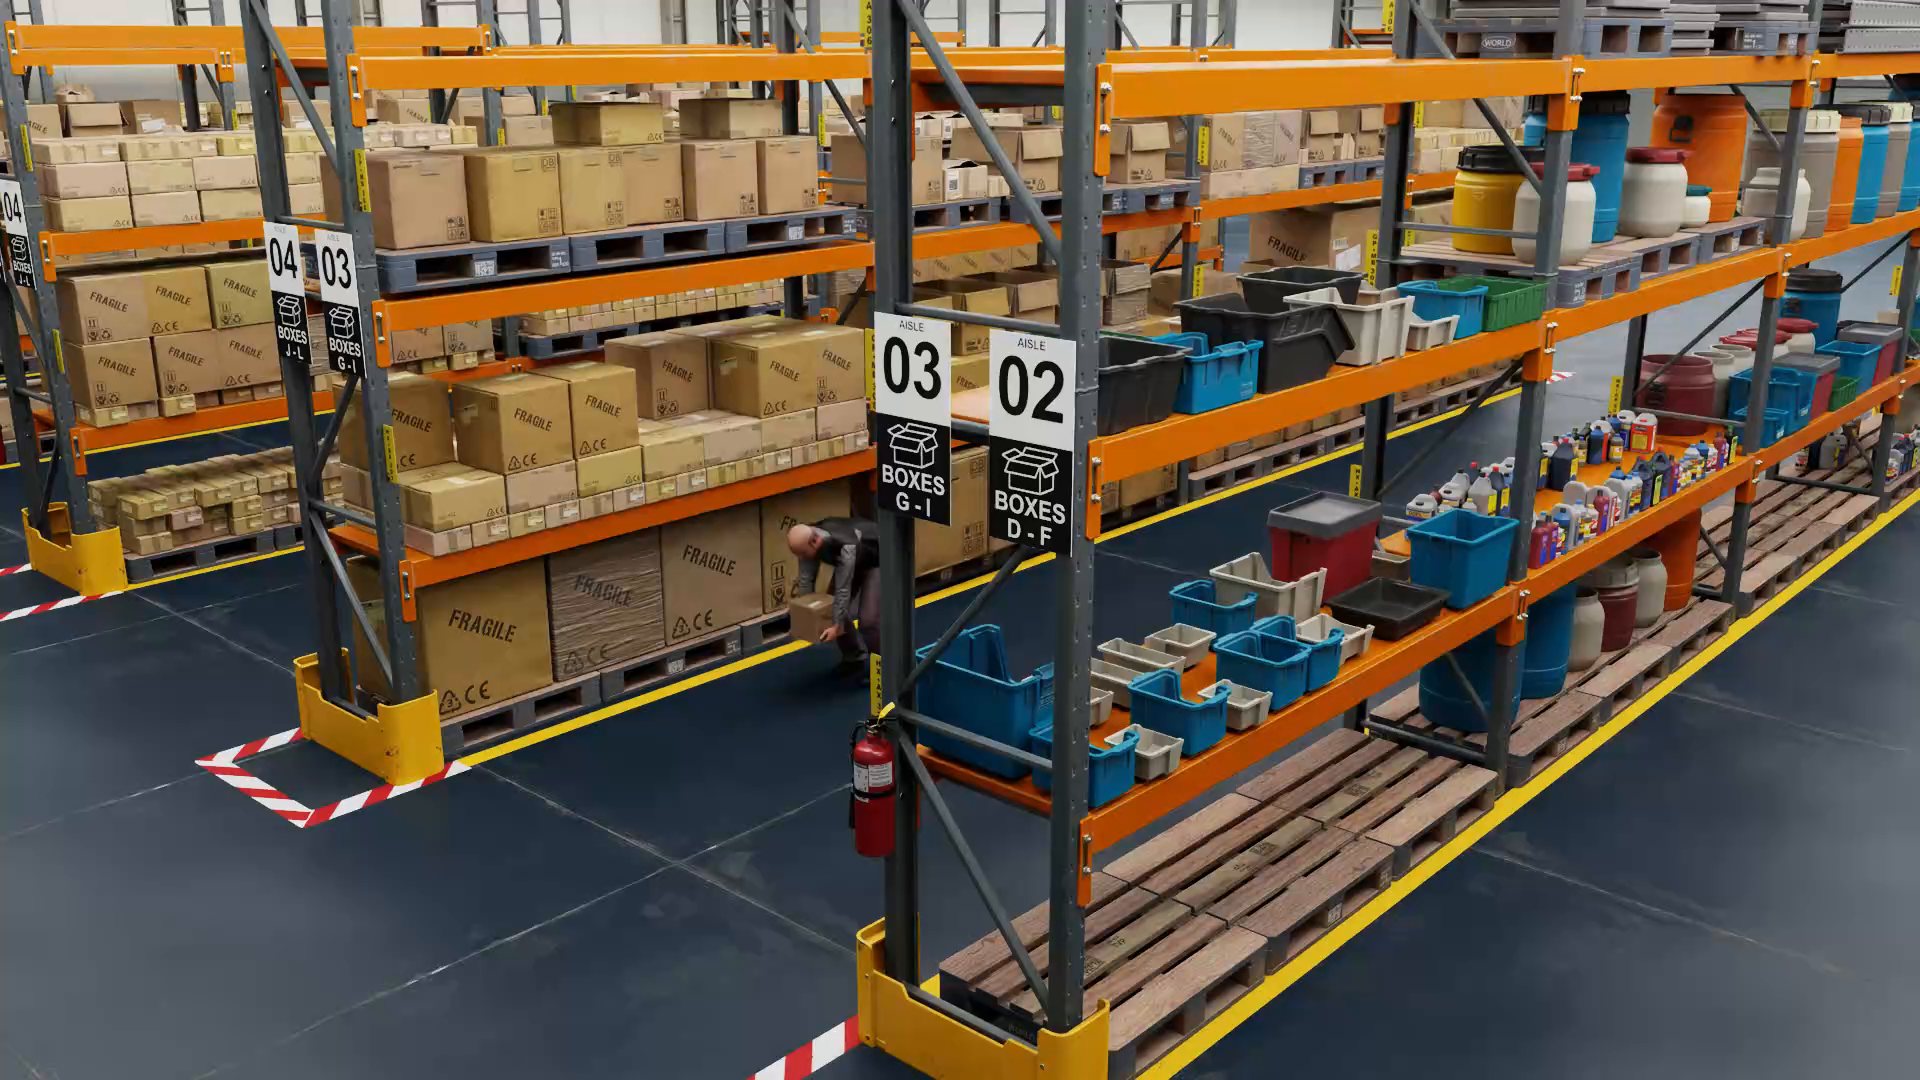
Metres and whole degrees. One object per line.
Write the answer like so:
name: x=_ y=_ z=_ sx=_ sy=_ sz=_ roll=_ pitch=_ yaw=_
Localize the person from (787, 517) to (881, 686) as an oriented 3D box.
person: x=-0.798 y=0.402 z=11.132 sx=0.479 sy=1.216 sz=0.926 roll=13 pitch=21 yaw=37
